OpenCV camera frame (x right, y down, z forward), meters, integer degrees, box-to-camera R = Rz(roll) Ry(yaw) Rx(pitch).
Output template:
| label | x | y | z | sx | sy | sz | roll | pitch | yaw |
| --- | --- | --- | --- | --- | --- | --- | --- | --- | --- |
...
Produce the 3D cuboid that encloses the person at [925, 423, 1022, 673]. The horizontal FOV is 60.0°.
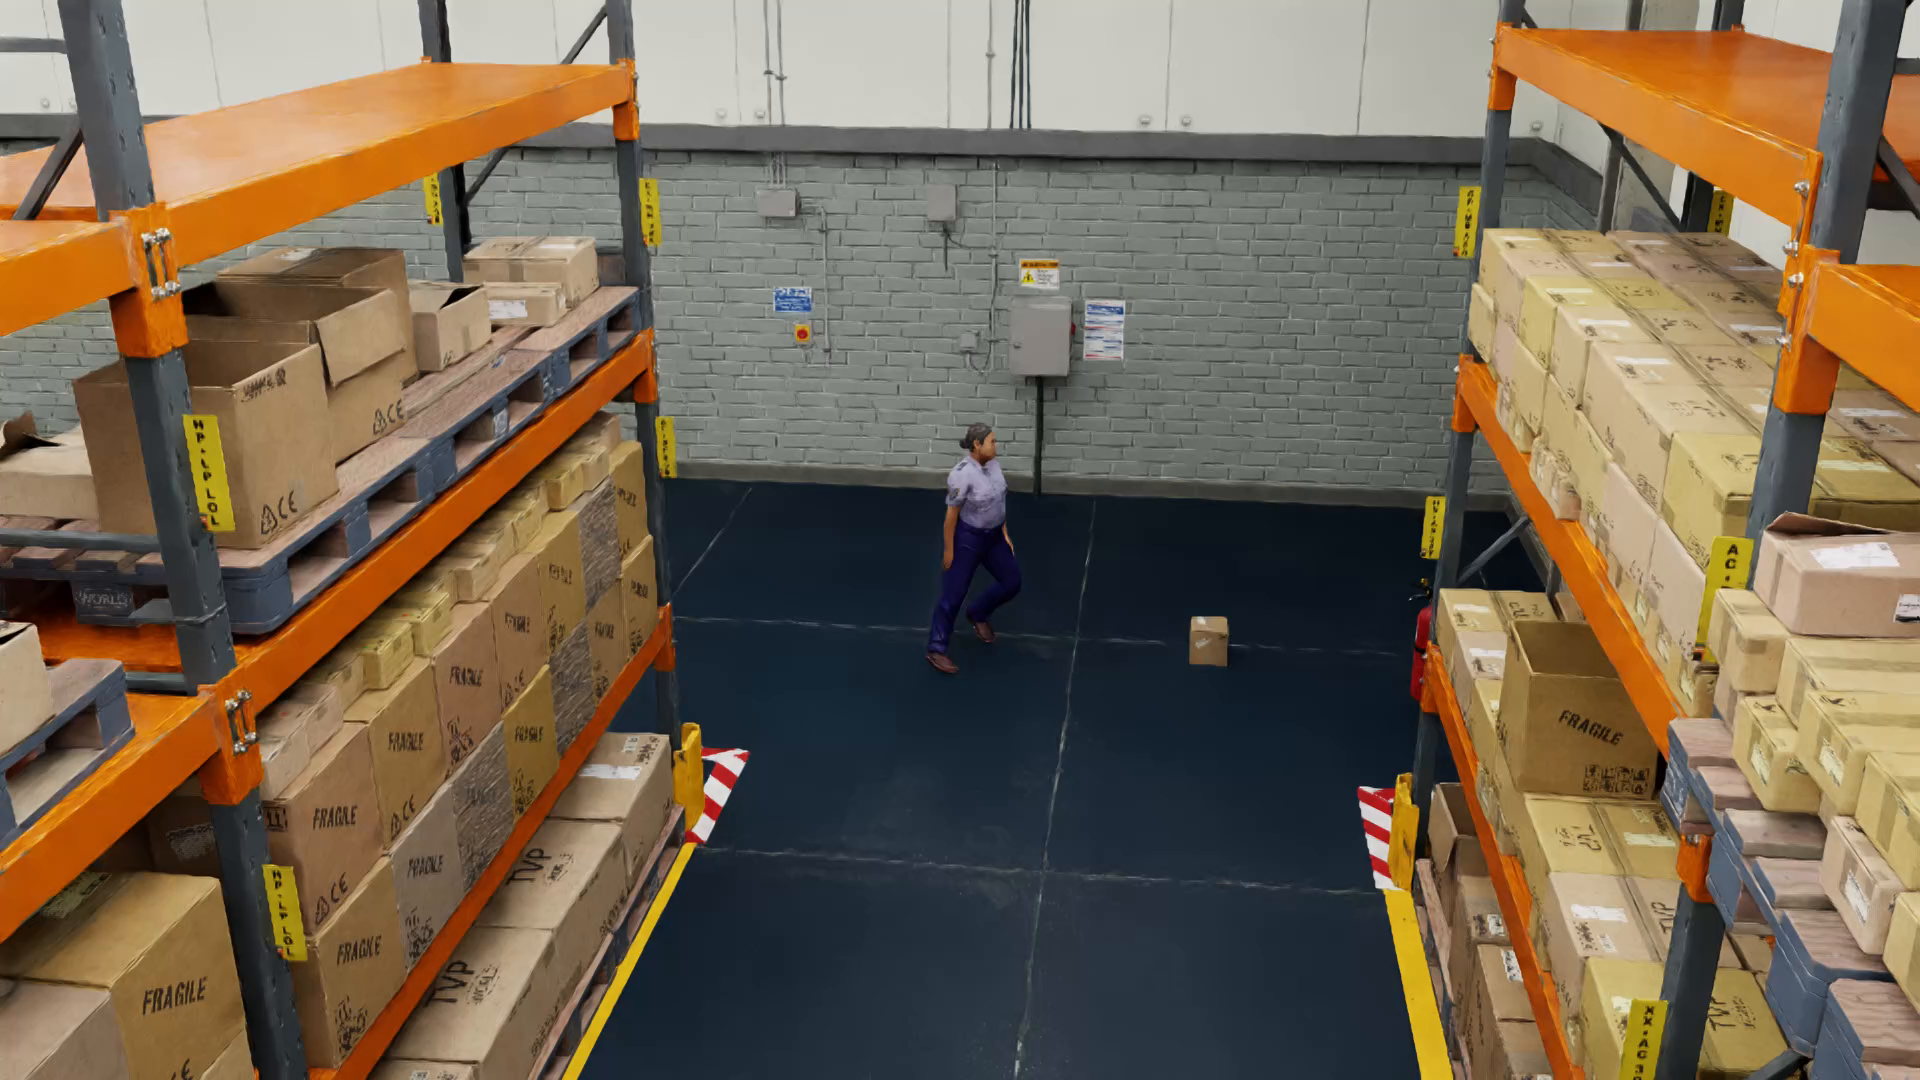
| label | x | y | z | sx | sy | sz | roll | pitch | yaw |
| --- | --- | --- | --- | --- | --- | --- | --- | --- | --- |
| person | 0.080 | 0.039 | 11.002 | 0.437 | 1.633 | 0.635 | 15 | 26 | 34 |
